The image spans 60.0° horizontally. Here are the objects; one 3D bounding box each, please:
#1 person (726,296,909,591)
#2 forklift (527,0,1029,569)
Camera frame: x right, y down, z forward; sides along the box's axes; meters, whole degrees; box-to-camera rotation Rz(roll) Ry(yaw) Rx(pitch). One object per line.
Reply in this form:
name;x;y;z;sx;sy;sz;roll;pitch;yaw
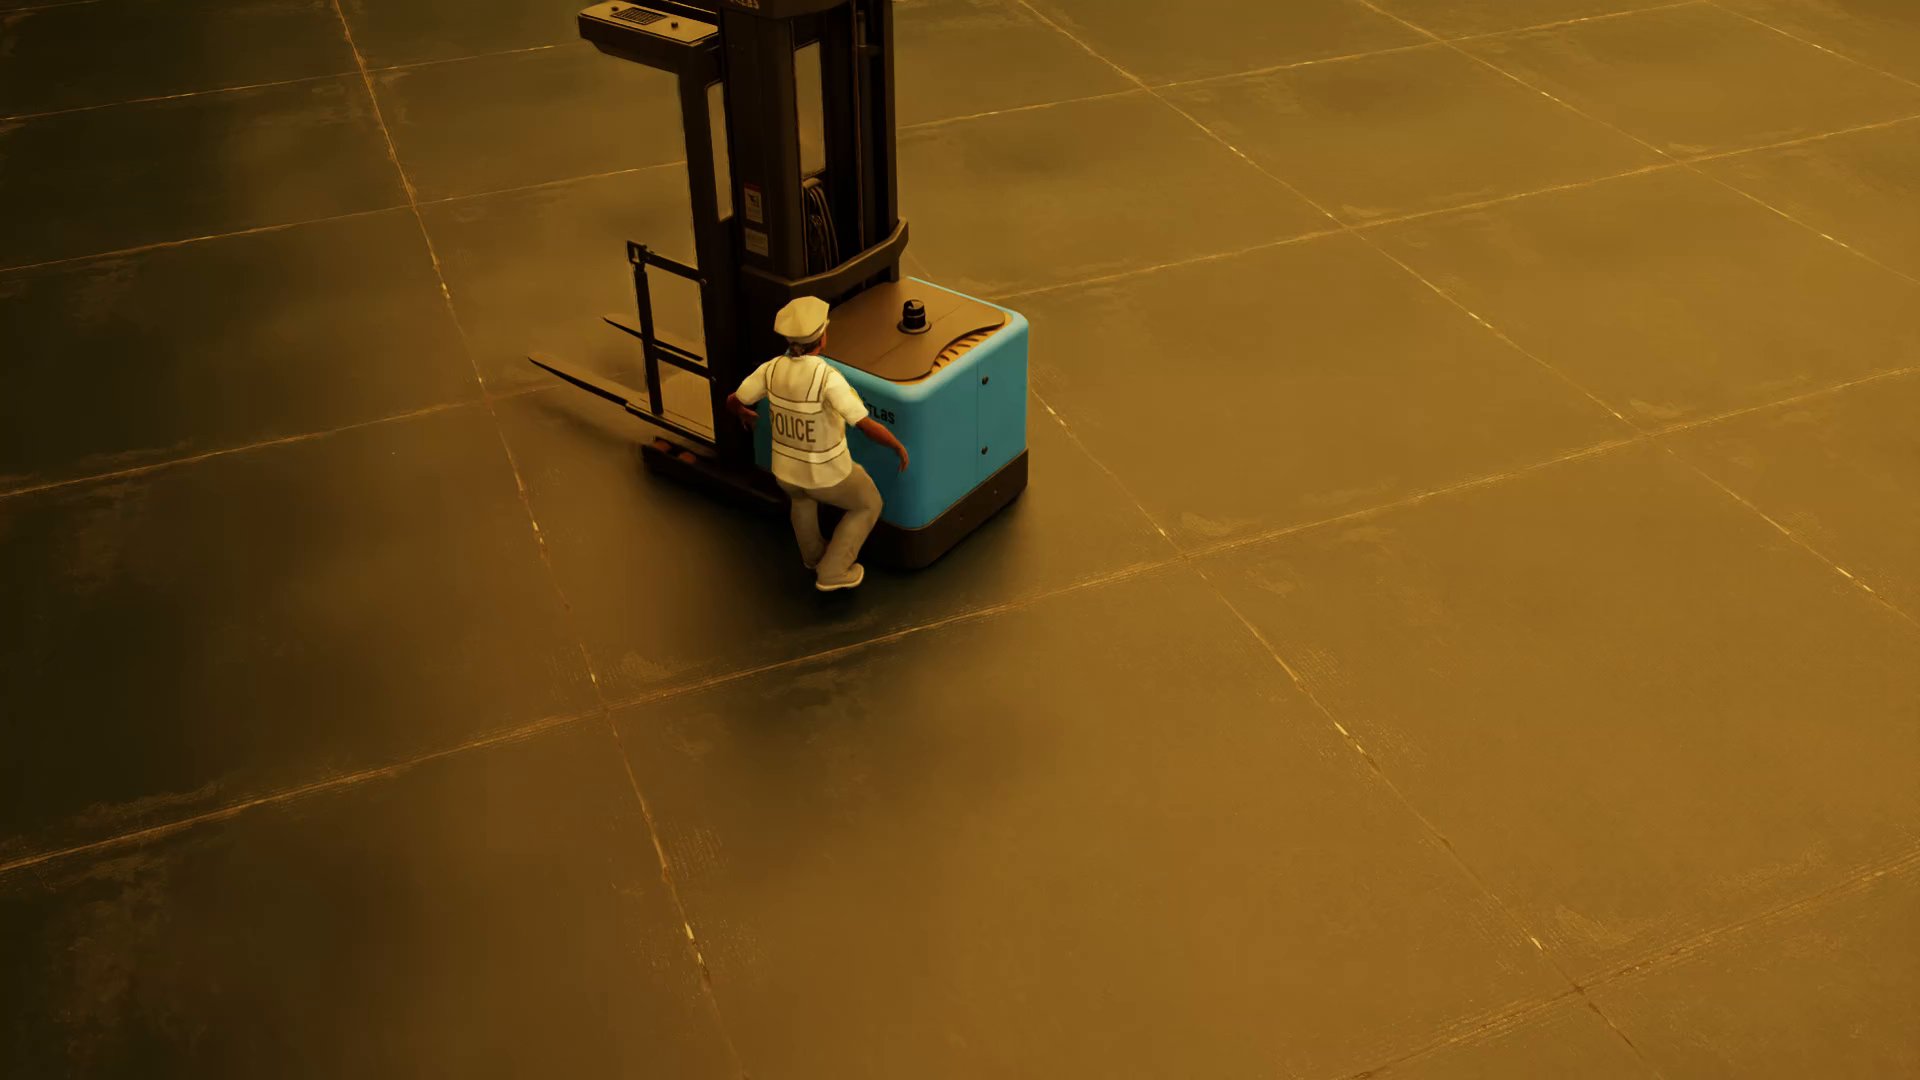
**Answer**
person;-0.632;-0.434;7.870;0.882;1.604;0.638;19;40;25
forklift;-1.126;-1.730;8.531;3.031;2.935;1.130;23;41;29
